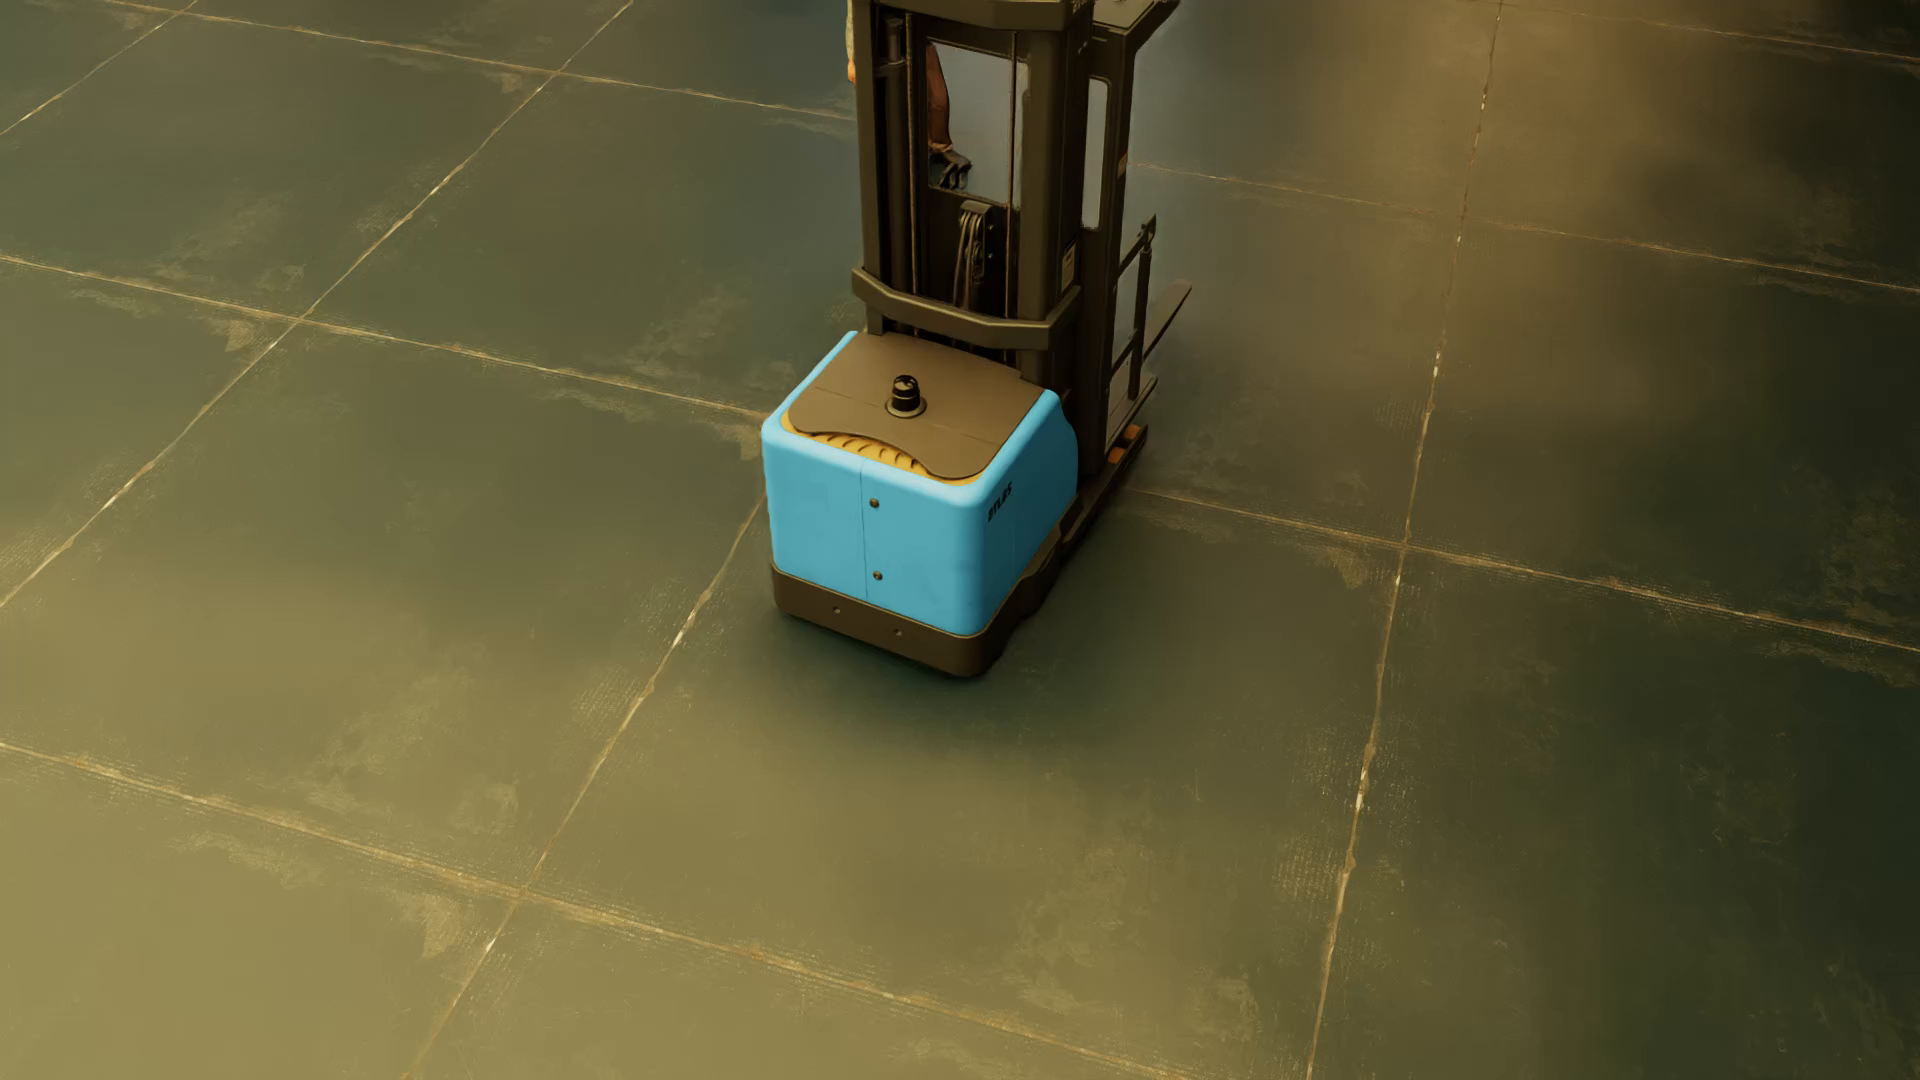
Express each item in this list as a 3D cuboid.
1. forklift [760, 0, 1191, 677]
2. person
[{"bbox_3d":[0.279,-1.493,7.294,1.130,2.935,3.031,19,46,19],"label":"forklift"},{"bbox_3d":[-0.324,-2.869,9.678,0.749,1.698,0.420,-30,50,-28],"label":"person"}]
